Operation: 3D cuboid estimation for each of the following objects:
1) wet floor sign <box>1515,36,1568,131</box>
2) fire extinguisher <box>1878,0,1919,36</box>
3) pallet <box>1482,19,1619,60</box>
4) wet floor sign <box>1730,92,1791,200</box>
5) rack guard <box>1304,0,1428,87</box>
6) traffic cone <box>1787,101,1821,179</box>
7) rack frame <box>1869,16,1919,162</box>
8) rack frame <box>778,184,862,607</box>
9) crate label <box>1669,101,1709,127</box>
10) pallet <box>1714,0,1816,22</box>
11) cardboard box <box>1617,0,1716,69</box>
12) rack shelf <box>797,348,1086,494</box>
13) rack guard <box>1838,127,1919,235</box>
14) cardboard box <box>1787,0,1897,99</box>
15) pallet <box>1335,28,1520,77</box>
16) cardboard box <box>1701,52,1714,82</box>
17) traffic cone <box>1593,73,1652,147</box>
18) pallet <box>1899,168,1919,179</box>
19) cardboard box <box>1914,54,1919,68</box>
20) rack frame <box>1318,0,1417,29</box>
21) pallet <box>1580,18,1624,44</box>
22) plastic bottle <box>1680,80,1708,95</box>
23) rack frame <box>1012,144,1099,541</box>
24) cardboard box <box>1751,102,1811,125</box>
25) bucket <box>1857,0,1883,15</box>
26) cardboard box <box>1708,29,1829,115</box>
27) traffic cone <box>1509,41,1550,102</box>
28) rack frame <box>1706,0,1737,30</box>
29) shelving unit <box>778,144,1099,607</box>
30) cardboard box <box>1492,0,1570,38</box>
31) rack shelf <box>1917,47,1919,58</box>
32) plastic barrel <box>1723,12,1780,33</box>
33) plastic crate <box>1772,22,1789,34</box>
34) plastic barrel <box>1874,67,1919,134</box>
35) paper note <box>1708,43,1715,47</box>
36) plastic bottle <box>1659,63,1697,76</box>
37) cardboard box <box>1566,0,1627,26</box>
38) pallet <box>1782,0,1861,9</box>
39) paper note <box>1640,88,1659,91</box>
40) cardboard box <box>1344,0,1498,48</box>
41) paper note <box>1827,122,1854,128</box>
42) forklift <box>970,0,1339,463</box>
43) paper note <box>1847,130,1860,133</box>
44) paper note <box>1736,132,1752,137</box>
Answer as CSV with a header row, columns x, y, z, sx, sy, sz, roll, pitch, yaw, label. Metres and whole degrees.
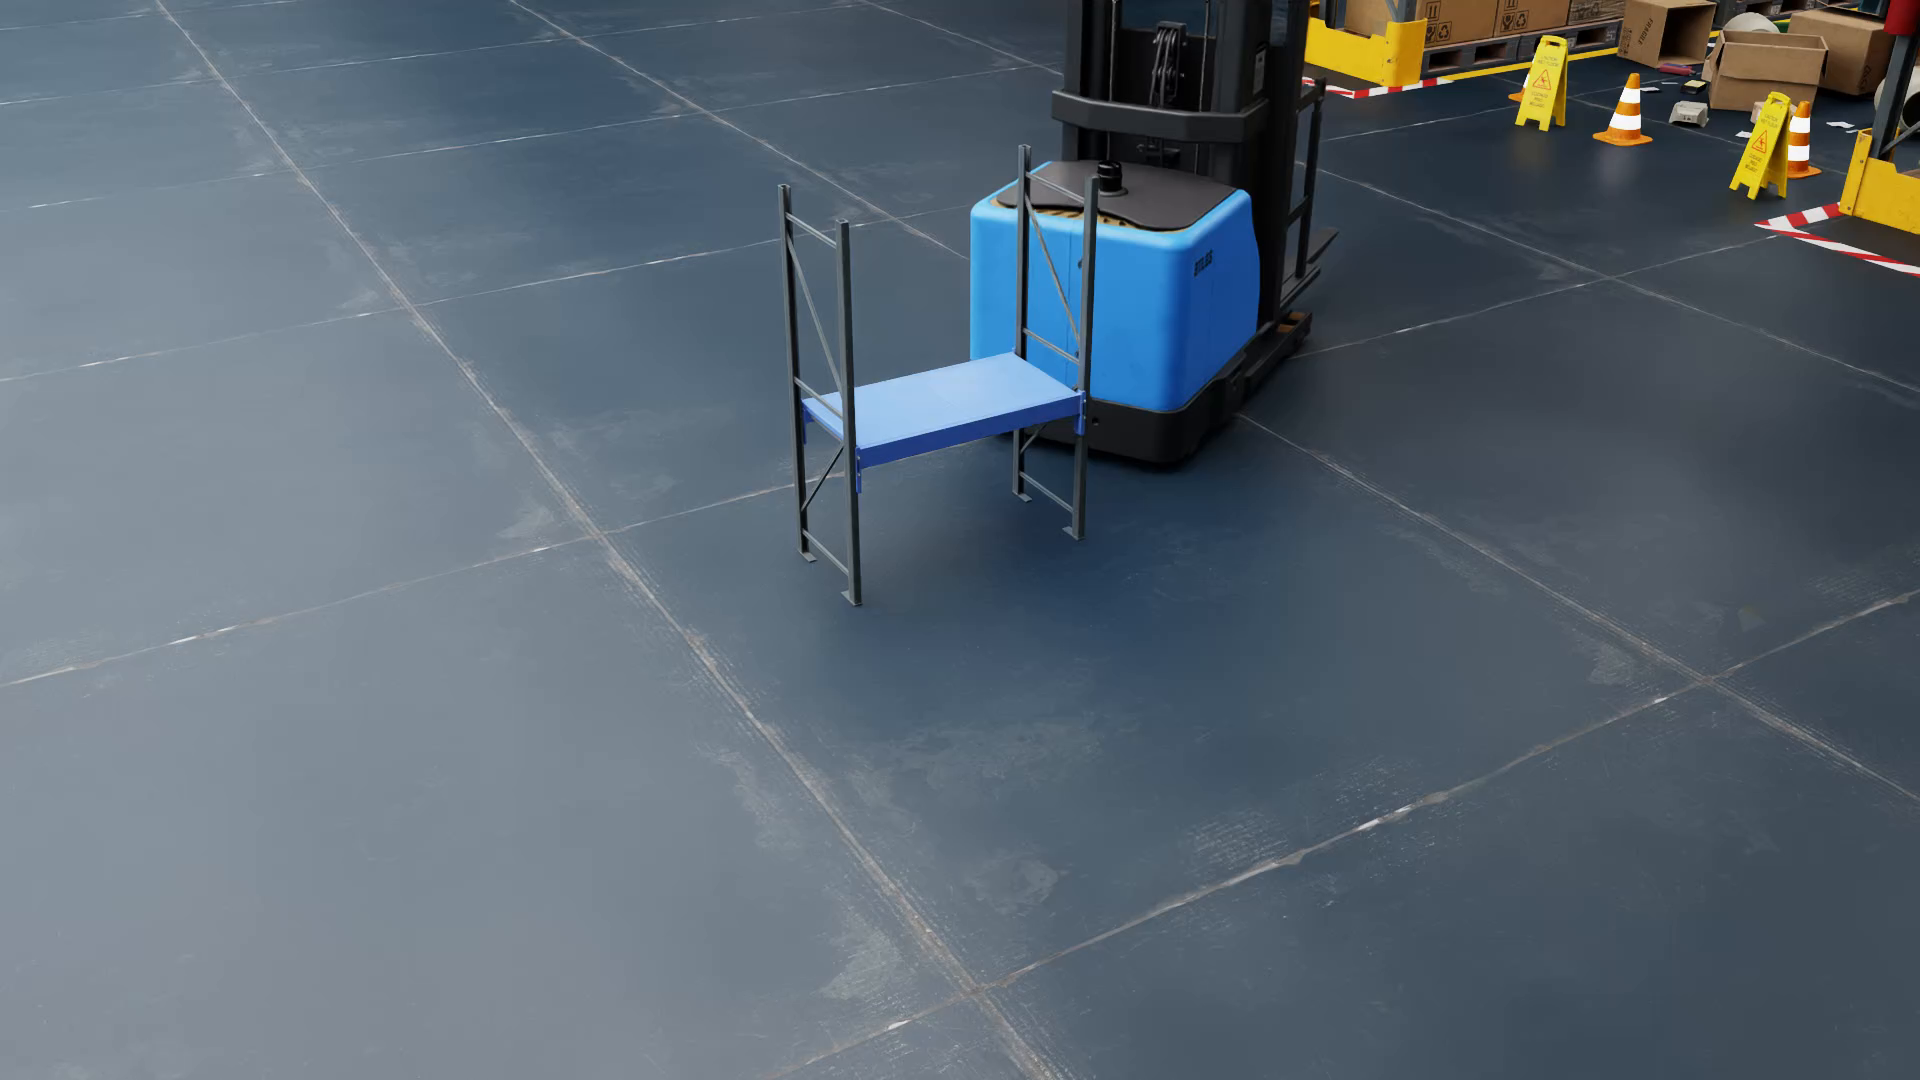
x,y,z,sx,sy,sz,roll,pitch,yaw,label
4.297,-3.356,12.163,0.232,0.644,0.267,-22,36,-35,wet floor sign
5.581,-3.311,9.726,0.183,0.674,0.296,-16,33,-26,fire extinguisher
5.019,-4.523,14.727,1.213,0.211,1.003,-16,33,-26,pallet
5.207,-2.550,10.702,0.232,0.644,0.267,-5,29,-9,wet floor sign
3.298,-4.118,13.695,0.348,0.500,1.175,-16,33,-26,rack guard
5.631,-2.713,11.188,0.334,0.463,0.336,-16,33,-26,traffic cone
5.913,-3.181,9.410,0.127,3.000,1.000,-16,33,-26,rack frame
-0.512,-0.511,6.124,0.032,1.500,0.500,-16,33,-26,rack frame
5.421,-3.168,12.349,0.250,0.136,0.298,15,32,26,crate label
7.394,-5.197,15.949,1.213,0.211,1.003,-16,33,-26,pallet
5.949,-4.297,14.016,0.500,0.500,0.500,-10,30,-18,cardboard box
-0.074,-0.478,6.437,1.000,0.185,0.538,-16,33,-26,rack shelf
5.979,-2.106,10.048,0.348,0.500,1.175,-16,33,-26,rack guard
6.947,-3.865,13.092,0.503,0.637,0.797,-16,33,-26,cardboard box
3.968,-4.226,14.189,1.213,0.211,1.003,-16,33,-26,pallet
6.218,-3.813,13.384,0.258,0.266,0.396,-10,30,-18,cardboard box
4.775,-3.092,11.875,0.334,0.463,0.336,-16,33,-26,traffic cone
6.697,-2.163,10.451,1.213,0.211,1.003,-16,33,-26,pallet
7.572,-3.658,13.104,0.258,0.266,0.396,10,30,17,cardboard box
3.318,-5.219,13.102,0.127,3.000,1.000,-16,33,-26,rack frame
6.072,-4.823,15.272,1.213,0.211,1.003,-16,33,-26,pallet
5.843,-3.606,13.220,0.133,0.061,0.283,22,36,34,plastic bottle
0.365,-0.760,6.575,0.032,1.500,0.500,-16,33,-26,rack frame
6.019,-3.095,12.205,0.250,0.149,0.380,0,29,0,cardboard box
7.818,-4.436,13.499,0.620,0.611,0.726,4,28,-14,bucket
6.145,-3.573,12.703,0.797,0.503,0.637,10,30,17,cardboard box
4.496,-3.646,12.878,0.334,0.463,0.336,-16,33,-26,traffic cone
6.767,-6.198,14.876,0.127,3.000,1.000,-16,33,-26,rack frame
-0.074,-0.636,6.350,1.048,1.500,0.538,-16,33,-26,shelving unit
4.627,-4.882,14.256,0.875,0.875,0.875,-16,33,-27,cardboard box
7.638,-3.356,10.471,4.000,0.370,1.077,-16,33,-26,rack shelf
6.566,-4.153,13.837,0.421,0.421,0.512,5,29,8,plastic barrel
7.281,-4.404,14.476,0.662,0.188,0.450,0,19,0,plastic crate
6.927,-3.190,12.092,0.421,0.421,0.512,5,29,8,plastic barrel
6.646,-4.356,14.612,0.147,0.020,0.142,10,30,17,paper note
5.936,-3.878,13.713,0.283,0.061,0.133,22,36,34,plastic bottle
5.414,-5.104,14.659,0.875,0.875,0.875,-16,33,-26,cardboard box
8.447,-5.498,16.494,1.213,0.211,1.003,-16,33,-26,pallet
5.495,-3.584,13.215,0.142,0.017,0.144,-5,29,-9,paper note
3.870,-4.666,13.864,0.875,0.875,0.875,-16,33,-26,cardboard box
6.528,-3.082,12.316,0.142,0.019,0.148,-5,29,-9,paper note
1.163,-2.301,7.886,1.130,2.935,3.031,14,32,24,forklift
6.528,-2.988,12.155,0.123,0.001,0.032,-16,33,-26,paper note
5.720,-2.942,12.049,0.148,0.019,0.142,22,36,34,paper note
